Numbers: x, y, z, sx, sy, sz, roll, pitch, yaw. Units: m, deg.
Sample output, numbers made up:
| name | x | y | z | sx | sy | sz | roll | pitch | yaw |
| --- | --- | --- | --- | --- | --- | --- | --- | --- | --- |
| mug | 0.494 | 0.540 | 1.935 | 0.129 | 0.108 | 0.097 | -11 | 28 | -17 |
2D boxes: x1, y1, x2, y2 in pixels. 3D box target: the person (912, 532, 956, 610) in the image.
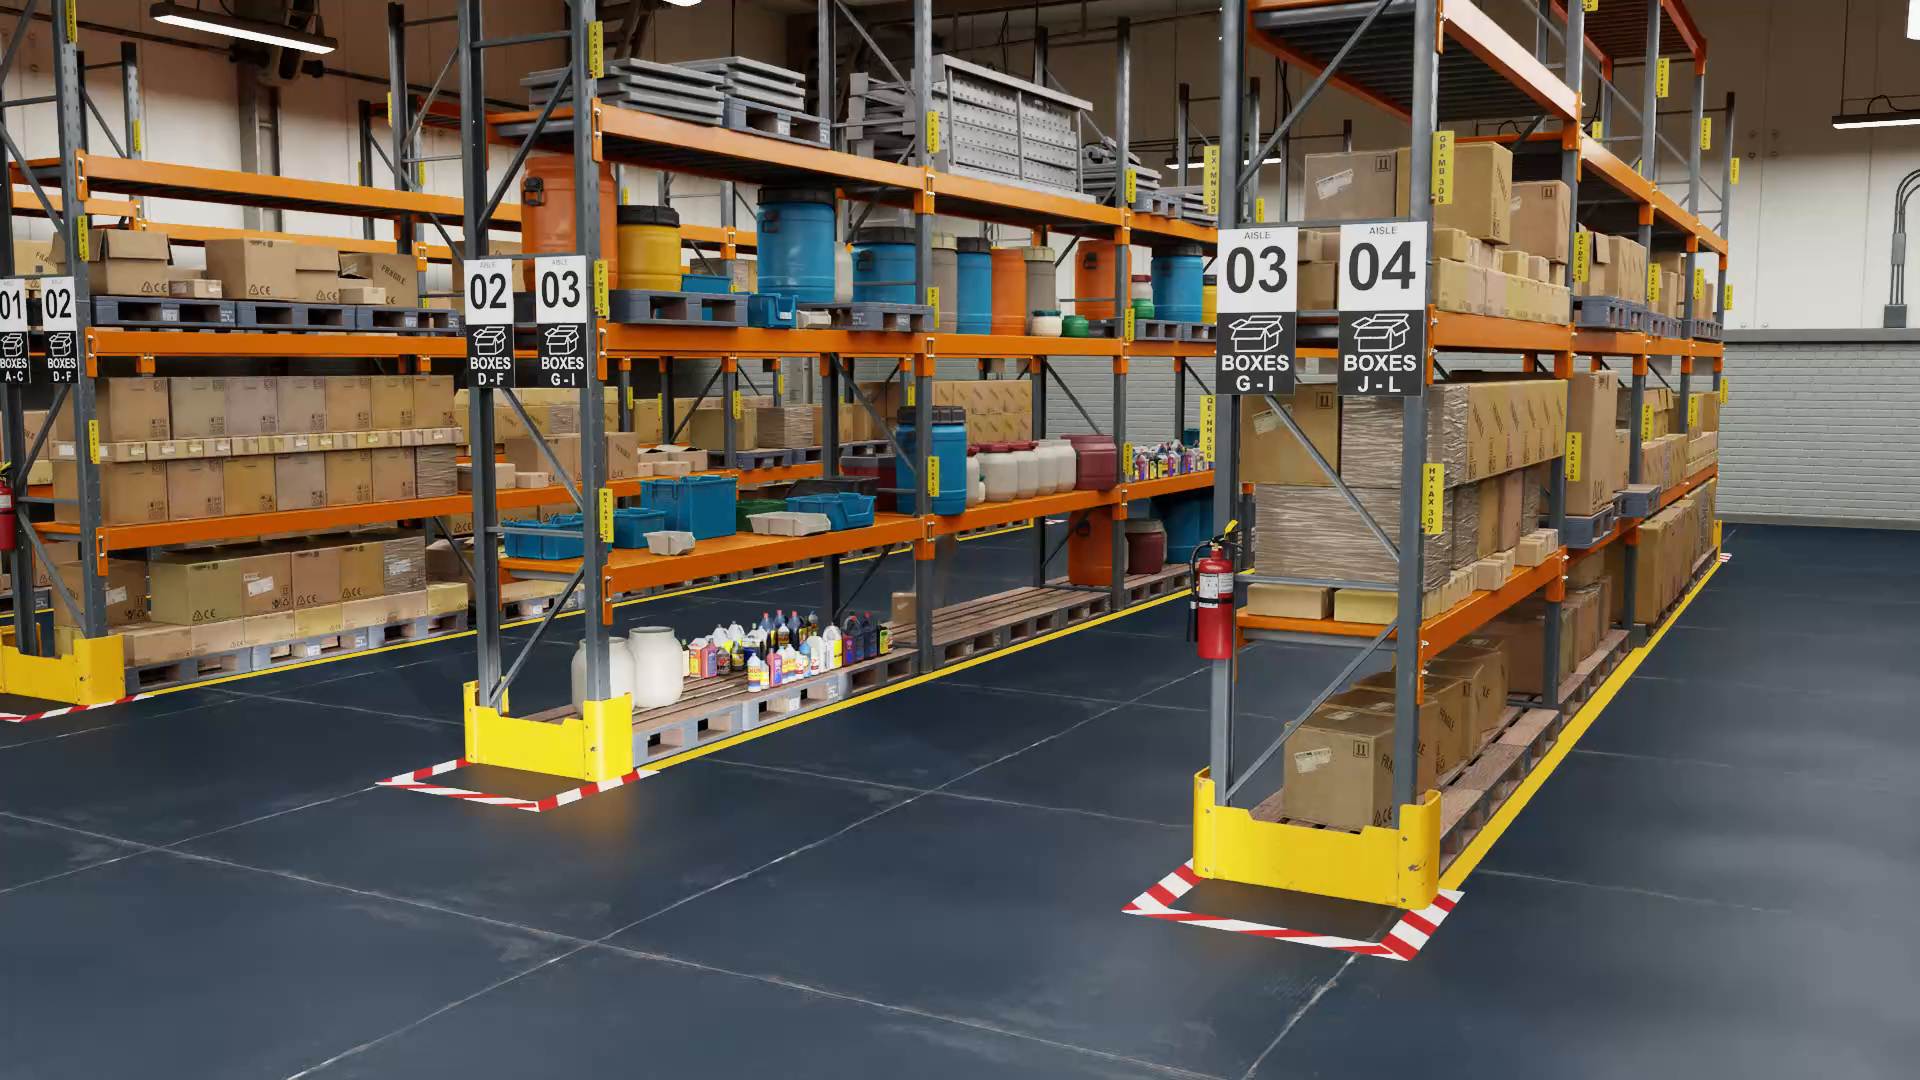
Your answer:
| name | x | y | z | sx | sy | sz | roll | pitch | yaw |
| --- | --- | --- | --- | --- | --- | --- | --- | --- | --- |
| person | -0.270 | -0.070 | 16.798 | 0.457 | 1.669 | 0.627 | 1 | 6 | 5 |
